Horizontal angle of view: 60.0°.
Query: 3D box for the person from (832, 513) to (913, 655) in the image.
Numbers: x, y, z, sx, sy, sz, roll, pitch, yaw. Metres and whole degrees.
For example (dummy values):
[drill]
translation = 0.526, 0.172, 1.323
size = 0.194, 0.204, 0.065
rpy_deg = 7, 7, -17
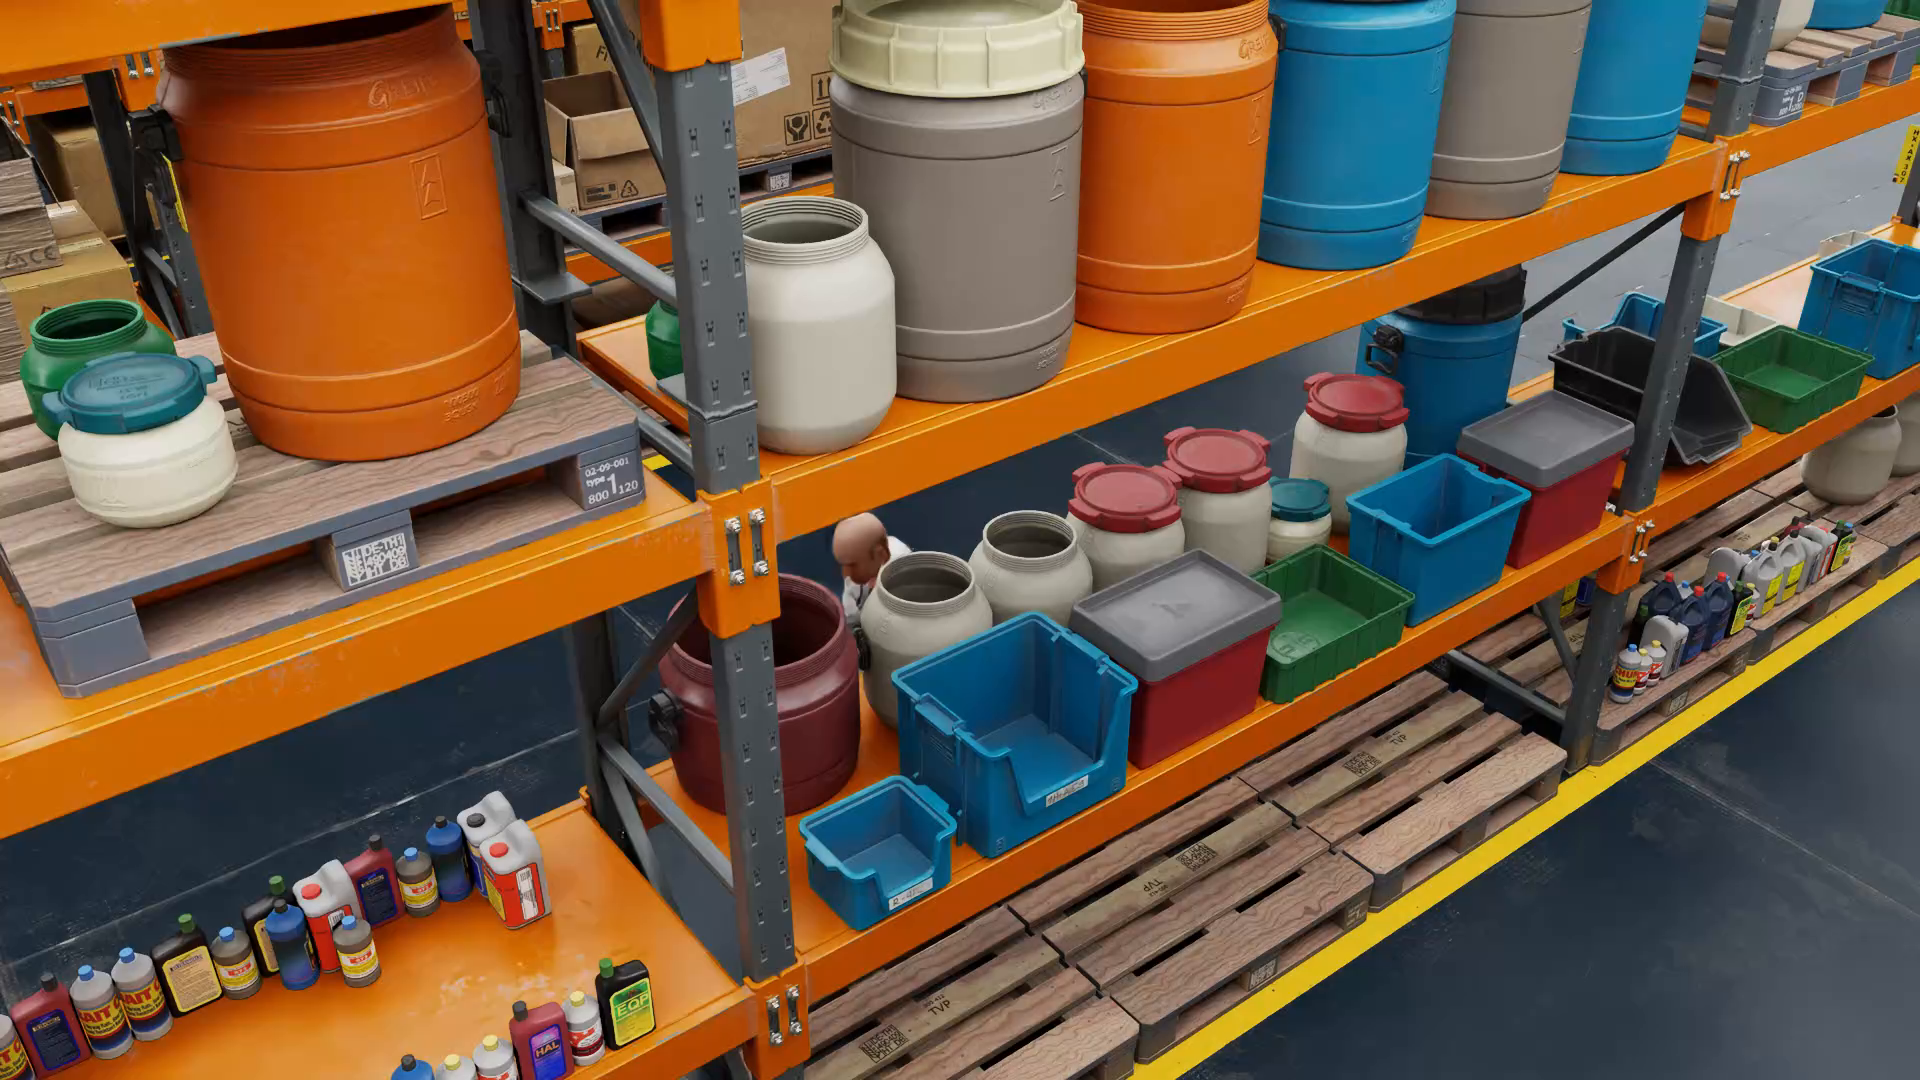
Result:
[person]
translation = -0.204, 0.551, 6.360
size = 0.631, 1.679, 0.540
rpy_deg = -23, 38, -32
